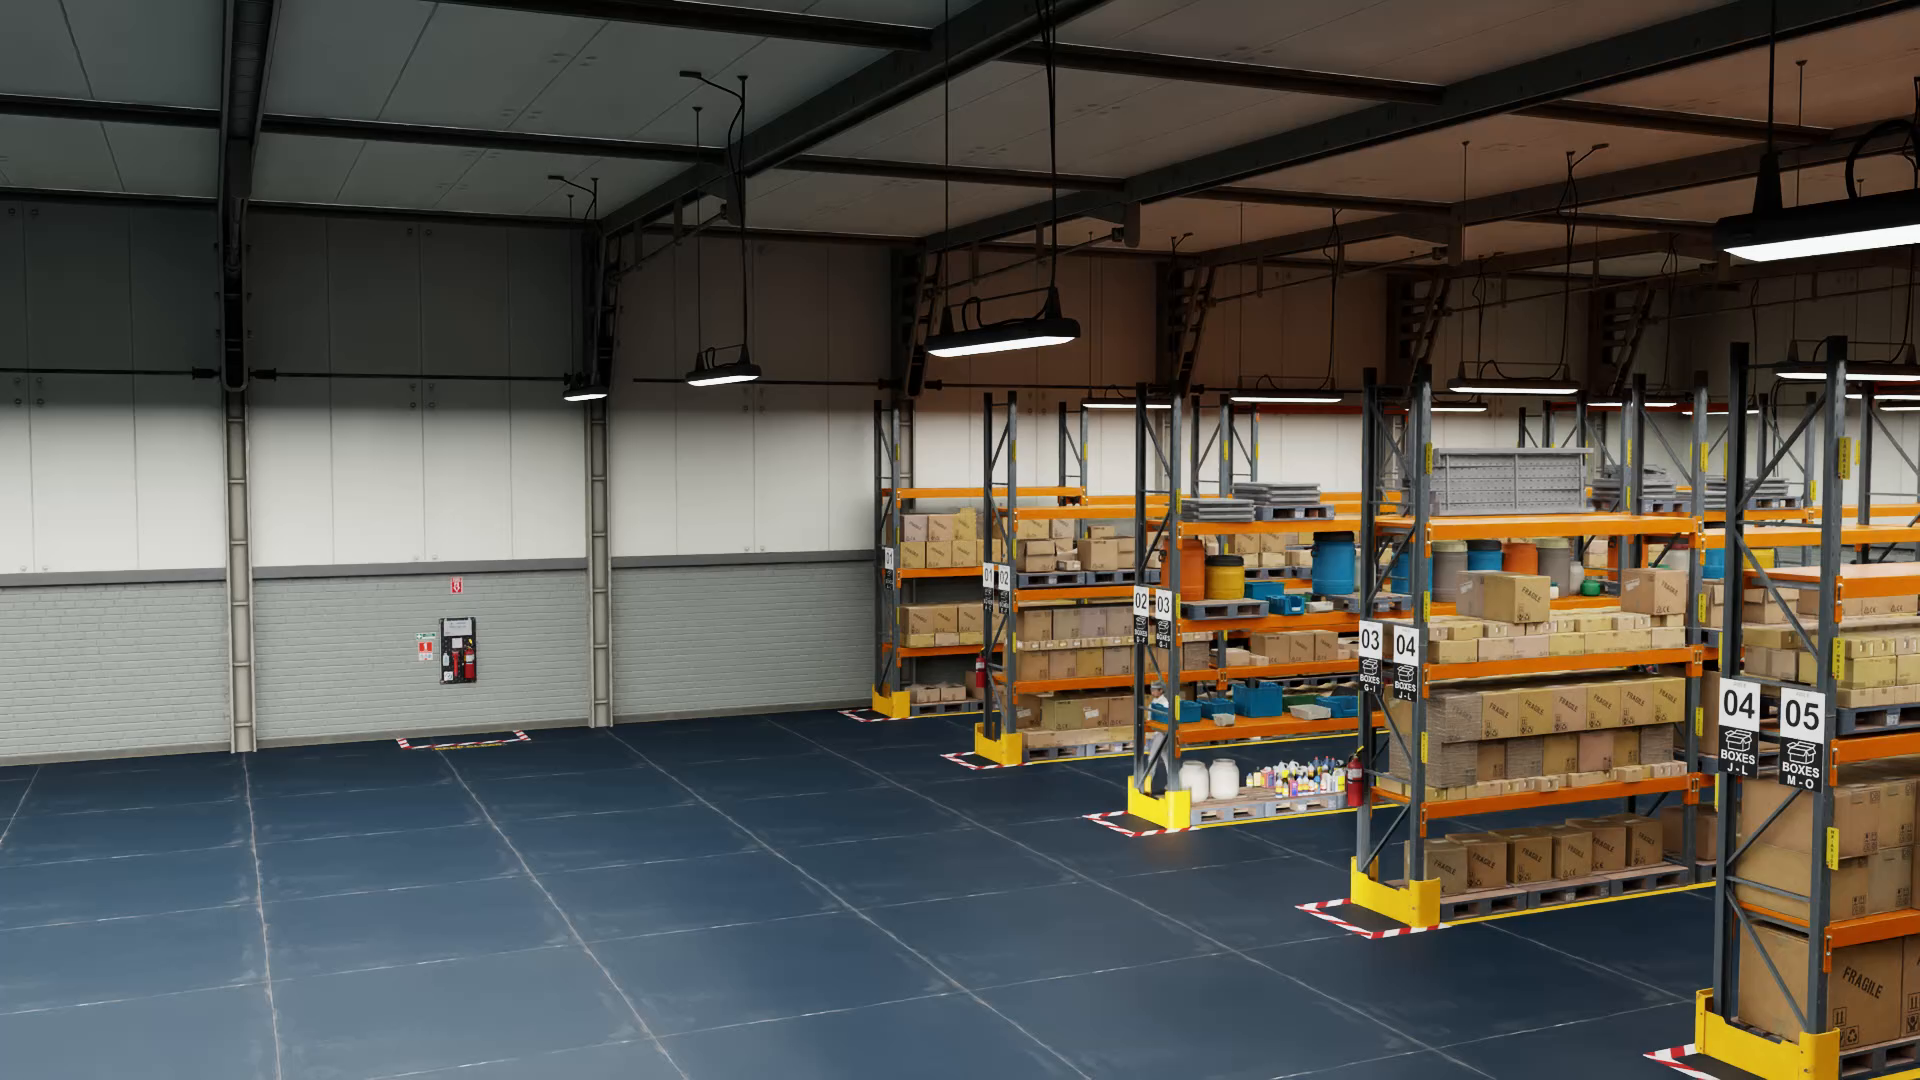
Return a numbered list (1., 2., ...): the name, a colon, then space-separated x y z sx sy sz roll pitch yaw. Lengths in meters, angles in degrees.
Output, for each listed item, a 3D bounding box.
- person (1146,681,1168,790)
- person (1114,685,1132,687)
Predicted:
1. person: 2.888 2.893 24.570 0.870 1.635 0.501 -1 3 -10
2. person: 2.942 2.570 30.086 0.729 1.698 0.712 -1 3 -14
